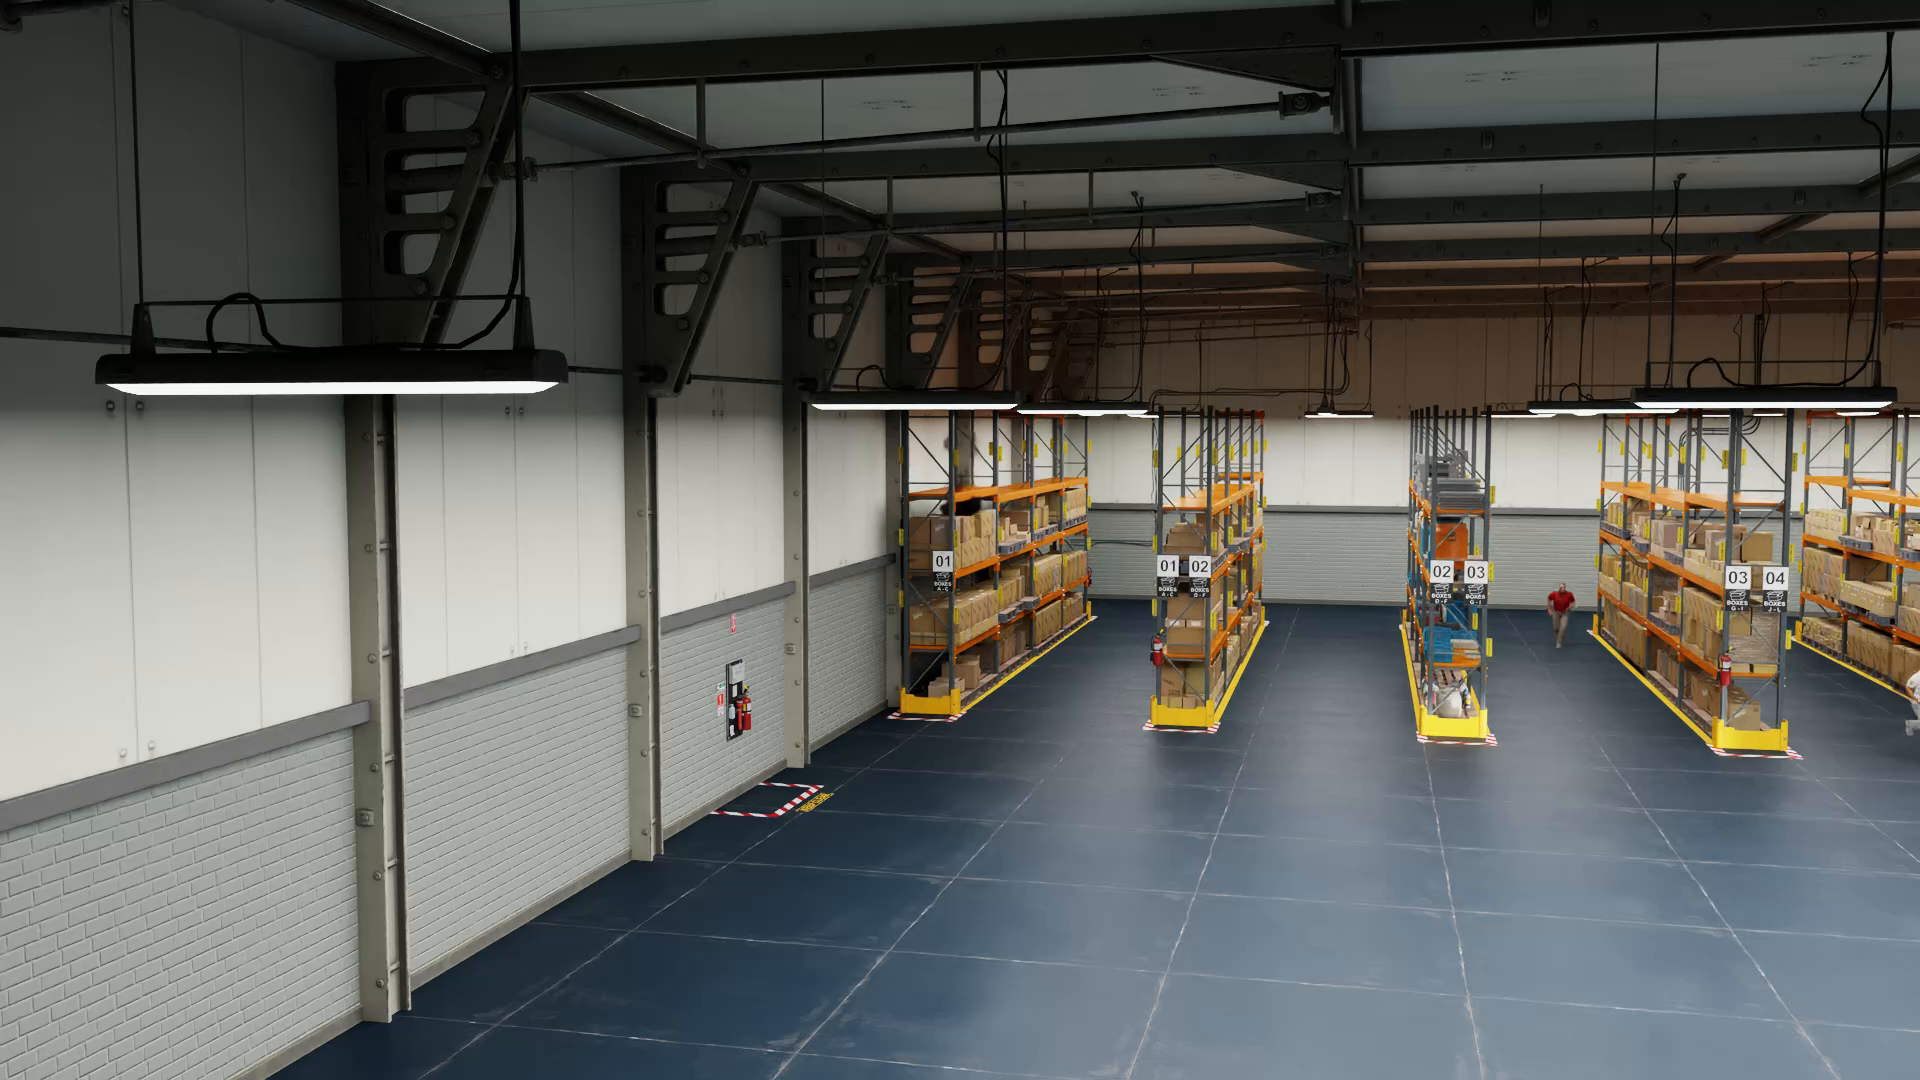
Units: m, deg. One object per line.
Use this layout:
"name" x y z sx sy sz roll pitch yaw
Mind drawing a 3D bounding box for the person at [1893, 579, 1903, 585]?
"person" 23.788 1.842 42.148 0.718 1.734 0.720 0 4 6

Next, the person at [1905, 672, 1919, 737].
"person" 16.683 2.873 28.811 0.611 1.660 0.831 0 4 -6

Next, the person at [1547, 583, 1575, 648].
"person" 15.186 1.905 42.041 0.657 1.663 0.766 1 4 12
